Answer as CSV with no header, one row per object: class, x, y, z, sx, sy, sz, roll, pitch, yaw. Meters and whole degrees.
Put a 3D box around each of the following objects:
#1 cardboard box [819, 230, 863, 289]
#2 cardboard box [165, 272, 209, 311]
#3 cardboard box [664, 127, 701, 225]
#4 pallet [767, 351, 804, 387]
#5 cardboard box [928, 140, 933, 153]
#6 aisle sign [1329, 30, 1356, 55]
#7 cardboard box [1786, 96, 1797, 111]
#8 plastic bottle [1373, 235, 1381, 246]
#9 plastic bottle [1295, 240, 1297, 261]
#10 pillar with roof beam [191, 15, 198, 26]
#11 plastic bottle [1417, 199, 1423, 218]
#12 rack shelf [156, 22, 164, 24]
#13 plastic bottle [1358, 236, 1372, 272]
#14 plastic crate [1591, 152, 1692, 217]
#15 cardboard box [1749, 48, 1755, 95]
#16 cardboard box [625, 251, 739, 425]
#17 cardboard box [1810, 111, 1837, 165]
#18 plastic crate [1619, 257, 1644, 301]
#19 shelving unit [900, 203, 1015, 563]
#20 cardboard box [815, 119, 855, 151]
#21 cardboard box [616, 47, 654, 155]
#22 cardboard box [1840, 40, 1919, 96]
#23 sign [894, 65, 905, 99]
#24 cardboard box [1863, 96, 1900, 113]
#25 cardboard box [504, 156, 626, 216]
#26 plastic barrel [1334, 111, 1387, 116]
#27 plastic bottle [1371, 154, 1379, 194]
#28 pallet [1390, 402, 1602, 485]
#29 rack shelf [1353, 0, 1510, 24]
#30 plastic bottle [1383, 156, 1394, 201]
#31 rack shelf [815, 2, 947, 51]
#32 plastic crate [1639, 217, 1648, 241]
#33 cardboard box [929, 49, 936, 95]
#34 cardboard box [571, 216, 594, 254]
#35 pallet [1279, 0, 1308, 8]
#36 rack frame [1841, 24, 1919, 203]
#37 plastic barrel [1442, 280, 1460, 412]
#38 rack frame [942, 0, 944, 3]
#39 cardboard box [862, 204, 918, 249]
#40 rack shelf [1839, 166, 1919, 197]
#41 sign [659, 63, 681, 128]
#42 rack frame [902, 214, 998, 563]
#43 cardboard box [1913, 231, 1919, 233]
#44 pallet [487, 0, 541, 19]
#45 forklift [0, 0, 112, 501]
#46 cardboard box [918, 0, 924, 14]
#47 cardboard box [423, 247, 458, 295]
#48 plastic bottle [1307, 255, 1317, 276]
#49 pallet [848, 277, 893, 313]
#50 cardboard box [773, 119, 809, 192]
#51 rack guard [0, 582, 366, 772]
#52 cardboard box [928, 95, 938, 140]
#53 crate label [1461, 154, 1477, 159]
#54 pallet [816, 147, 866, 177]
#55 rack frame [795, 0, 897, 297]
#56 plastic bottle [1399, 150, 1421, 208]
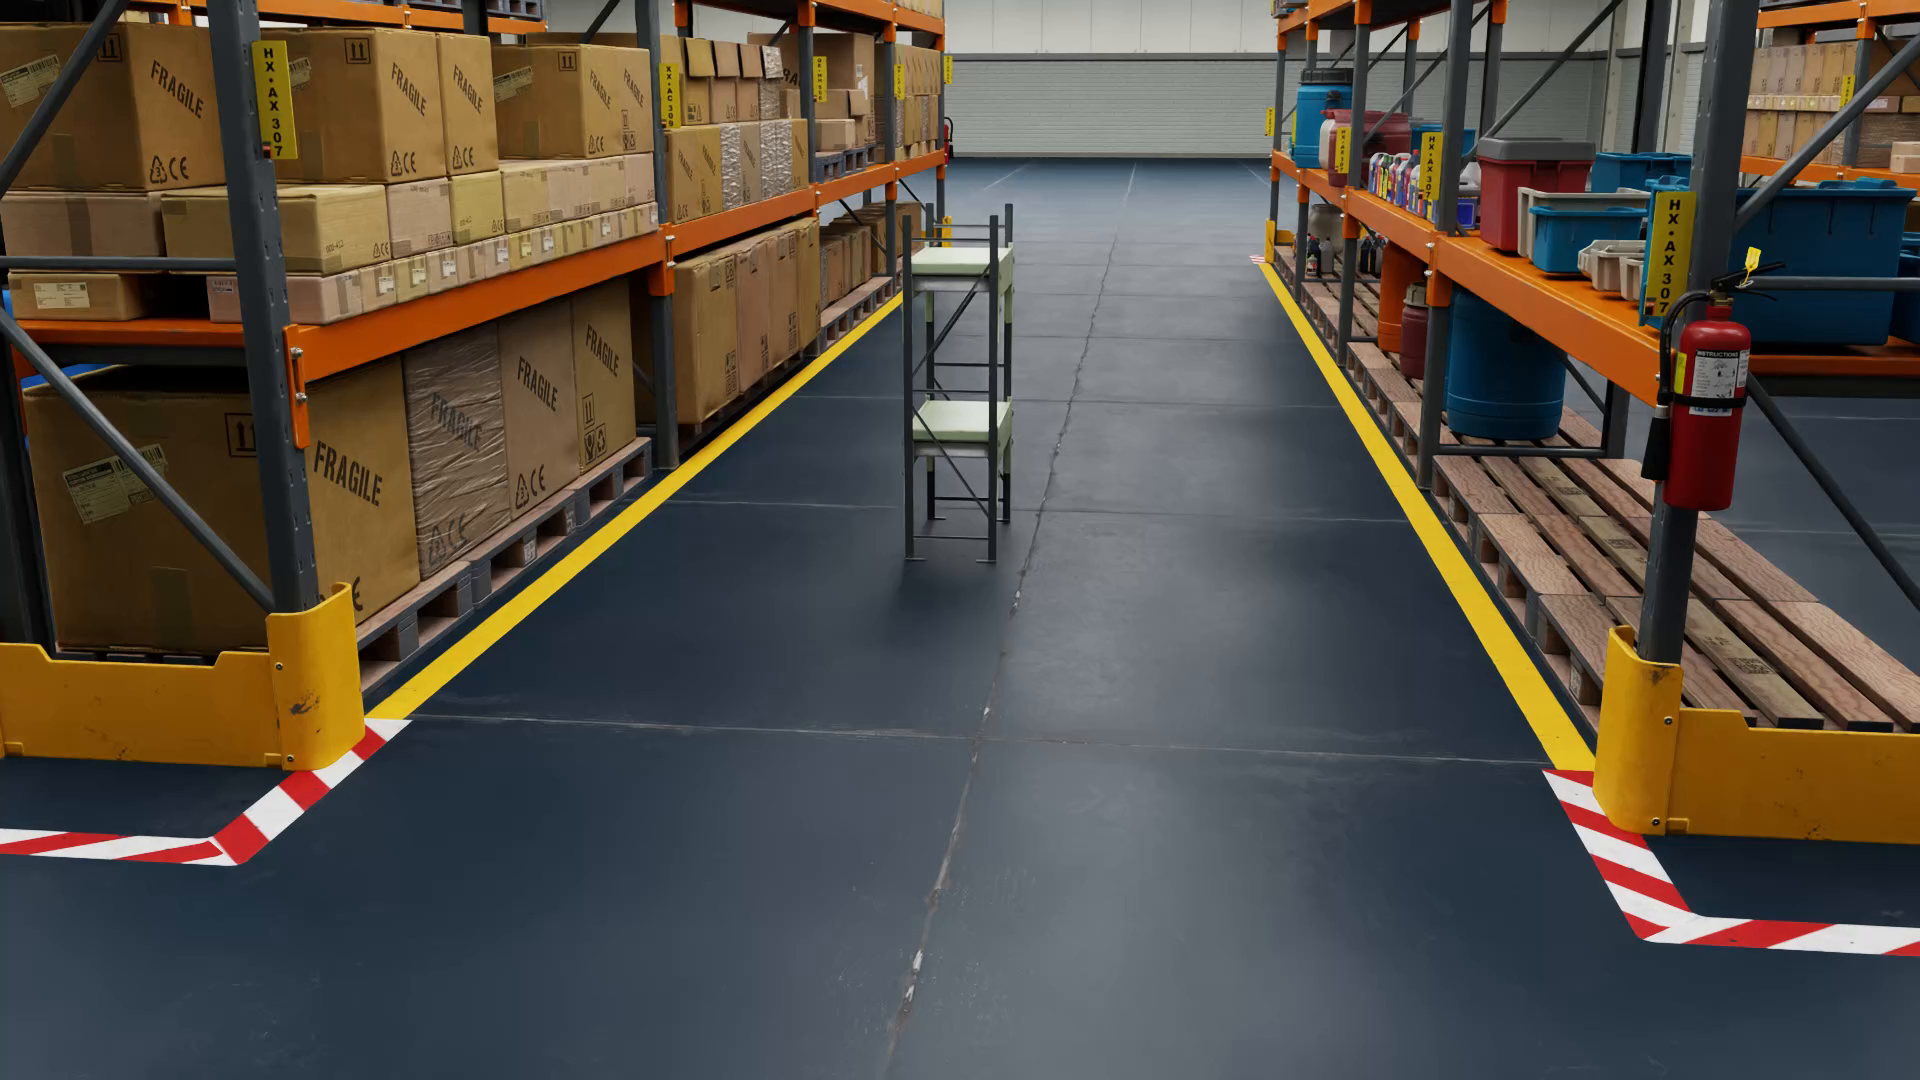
cardboard box,-1.306,-2.646,15.647,0.700,0.500,0.500,2,15,6
cardboard box,-2.756,-0.858,5.570,0.380,0.149,0.250,2,15,7
cardboard box,-1.745,-2.007,9.148,0.500,0.500,0.500,2,15,6
pallet,-1.758,-1.336,12.200,1.003,0.211,1.213,2,15,6
cardboard box,-0.524,-4.627,19.509,0.380,0.149,0.250,2,15,6
aisle sign,4.533,-6.079,19.415,0.394,0.787,0.004,2,15,6
cardboard box,8.690,-4.466,16.997,0.380,0.149,0.250,2,15,8
plastic bottle,4.303,-2.956,17.079,0.144,0.351,0.185,1,15,4
plastic bottle,3.677,-3.159,17.982,0.097,0.271,0.097,0,15,0
pillar with roof beam,-10.813,-11.124,31.562,9.100,9.000,0.400,2,15,6
plastic bottle,2.697,-1.979,9.471,0.152,0.276,0.135,2,15,6
rack shelf,-10.764,-5.833,19.120,1.077,0.370,4.000,2,15,6
plastic bottle,4.139,-2.911,16.914,0.144,0.351,0.185,2,15,6
plastic crate,3.162,-1.591,7.717,0.392,0.384,0.575,2,15,6
cardboard box,9.080,-5.207,18.495,0.700,0.500,0.500,2,15,6
cardboard box,-1.993,-1.191,9.586,1.225,0.875,0.875,2,15,6
cardboard box,8.797,-3.930,16.257,0.700,0.500,0.500,2,15,6
plastic crate,2.384,-0.857,5.476,0.396,0.136,0.243,2,15,6
shelving unit,0.001,-0.726,7.473,0.431,1.500,0.755,2,15,6
cardboard box,-1.176,-3.443,14.131,0.500,0.250,0.500,1,15,5
cardboard box,-1.831,-2.153,8.160,0.500,0.500,0.500,2,15,8
cardboard box,8.744,-4.419,15.582,0.700,0.500,0.500,2,15,7
sign,-0.591,-4.466,16.212,0.100,0.325,0.005,2,15,6
cardboard box,8.518,-4.068,15.524,0.380,0.149,0.250,2,15,6
cardboard box,-1.890,-1.662,7.779,0.500,0.250,0.500,2,15,8
plastic barrel,3.321,-3.298,13.851,0.433,0.535,0.433,0,15,0
plastic bottle,2.917,-2.545,11.573,0.097,0.271,0.097,0,15,0
pallet,3.005,-0.554,9.307,1.003,0.211,1.213,2,15,6
rack shelf,3.102,-3.321,9.828,1.077,0.370,4.000,2,15,6
plastic bottle,2.819,-2.366,10.891,0.061,0.283,0.133,2,15,6
rack shelf,-0.917,-5.542,18.041,1.077,0.370,4.000,2,15,6
plastic crate,3.017,-1.299,7.133,0.437,0.125,0.590,2,15,6
cardboard box,-0.558,-5.354,19.040,0.500,0.500,0.500,2,15,6
cardboard box,-1.870,-1.370,7.464,0.380,0.149,0.250,2,15,7
pallet,3.763,-5.323,16.217,1.213,0.211,1.003,2,15,6
rack frame,8.700,-3.629,15.338,1.000,3.000,0.127,2,15,6
plastic barrel,3.034,-1.215,9.626,0.600,0.901,0.708,2,15,6
rack frame,-0.691,-7.856,19.474,1.000,3.000,0.127,2,15,6
cardboard box,-0.812,-3.638,19.354,0.500,0.500,0.500,6,16,21
rack shelf,8.474,-2.763,13.513,1.077,0.370,4.000,2,15,6
sign,-1.494,-2.287,8.565,0.100,0.325,0.005,2,15,6
rack frame,-0.041,-0.631,7.122,0.400,1.500,0.023,2,15,6
cardboard box,8.939,-2.662,15.149,0.500,0.311,0.500,2,15,6
pallet,-5.681,-6.344,19.802,1.003,0.211,1.213,2,15,6
forklift,-5.113,-1.788,8.659,3.031,2.935,1.130,8,17,27
cardboard box,-0.664,-5.810,17.942,0.500,0.250,0.500,1,15,5
cardboard box,-2.044,-0.972,5.990,0.380,0.149,0.250,1,15,5
plastic bottle,3.510,-2.741,16.571,0.097,0.201,0.097,0,15,0
pallet,-1.229,-2.374,16.037,1.003,0.211,1.213,2,15,6
cardboard box,-1.403,-2.798,12.070,0.500,0.500,0.500,2,15,8
rack guard,-2.499,0.403,5.214,1.175,0.500,0.348,2,15,6
cardboard box,-0.718,-4.876,19.188,0.875,0.500,0.500,2,15,6
crate label,3.747,-2.756,12.429,0.303,0.233,0.416,2,15,6
pallet,-1.411,-3.307,14.512,1.003,0.211,1.213,2,15,6
rack frame,-1.143,-3.922,16.420,1.000,3.000,0.127,2,15,6
plastic bottle,2.779,-2.211,10.188,0.144,0.351,0.185,2,15,6
